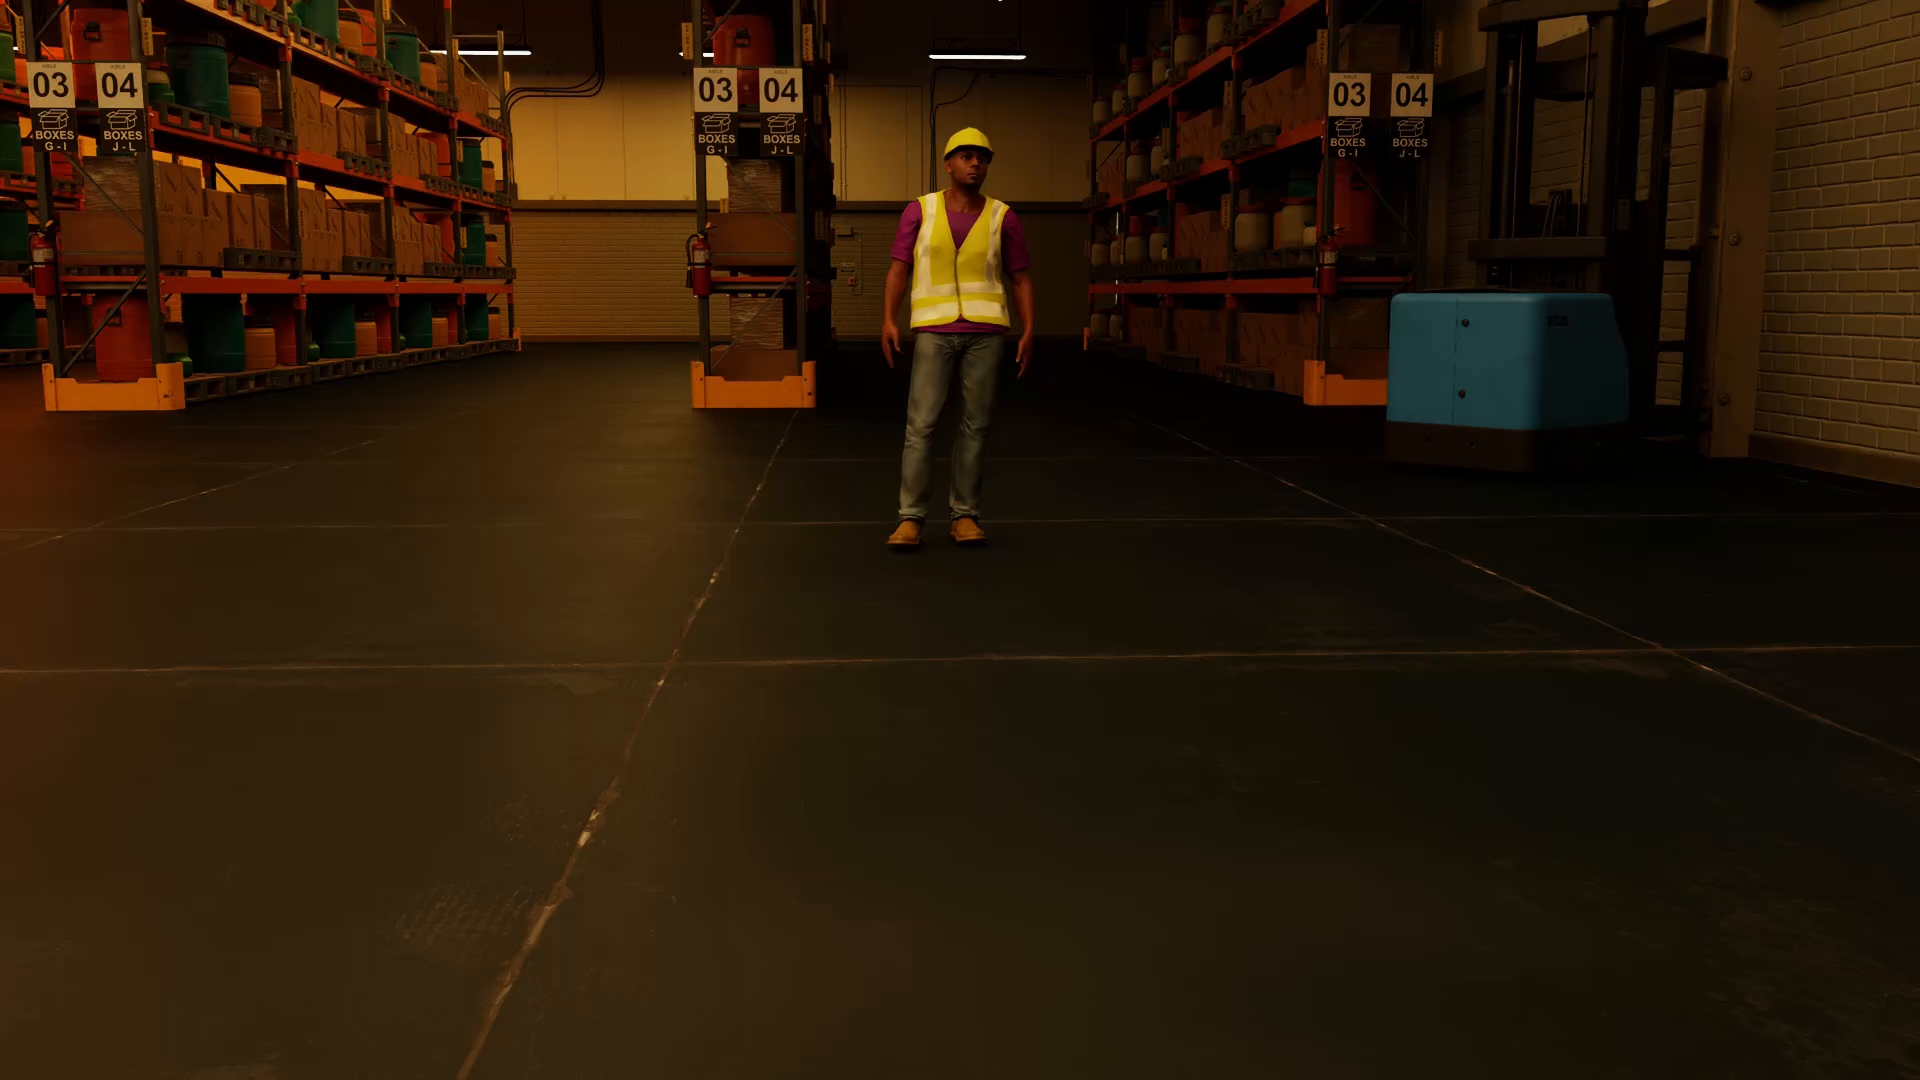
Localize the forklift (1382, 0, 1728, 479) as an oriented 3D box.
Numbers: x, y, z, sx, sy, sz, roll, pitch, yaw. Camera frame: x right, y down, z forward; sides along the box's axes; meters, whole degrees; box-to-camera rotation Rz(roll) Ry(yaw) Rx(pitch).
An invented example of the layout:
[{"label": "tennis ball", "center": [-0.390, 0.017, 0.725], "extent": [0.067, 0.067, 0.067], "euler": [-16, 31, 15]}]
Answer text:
[{"label": "forklift", "center": [4.022, -1.949, 10.457], "extent": [3.031, 2.935, 1.130], "euler": [-7, 11, -39]}]

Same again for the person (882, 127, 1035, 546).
[{"label": "person", "center": [-0.001, -0.871, 7.110], "extent": [0.665, 1.768, 0.575], "euler": [-1, 8, -4]}]
